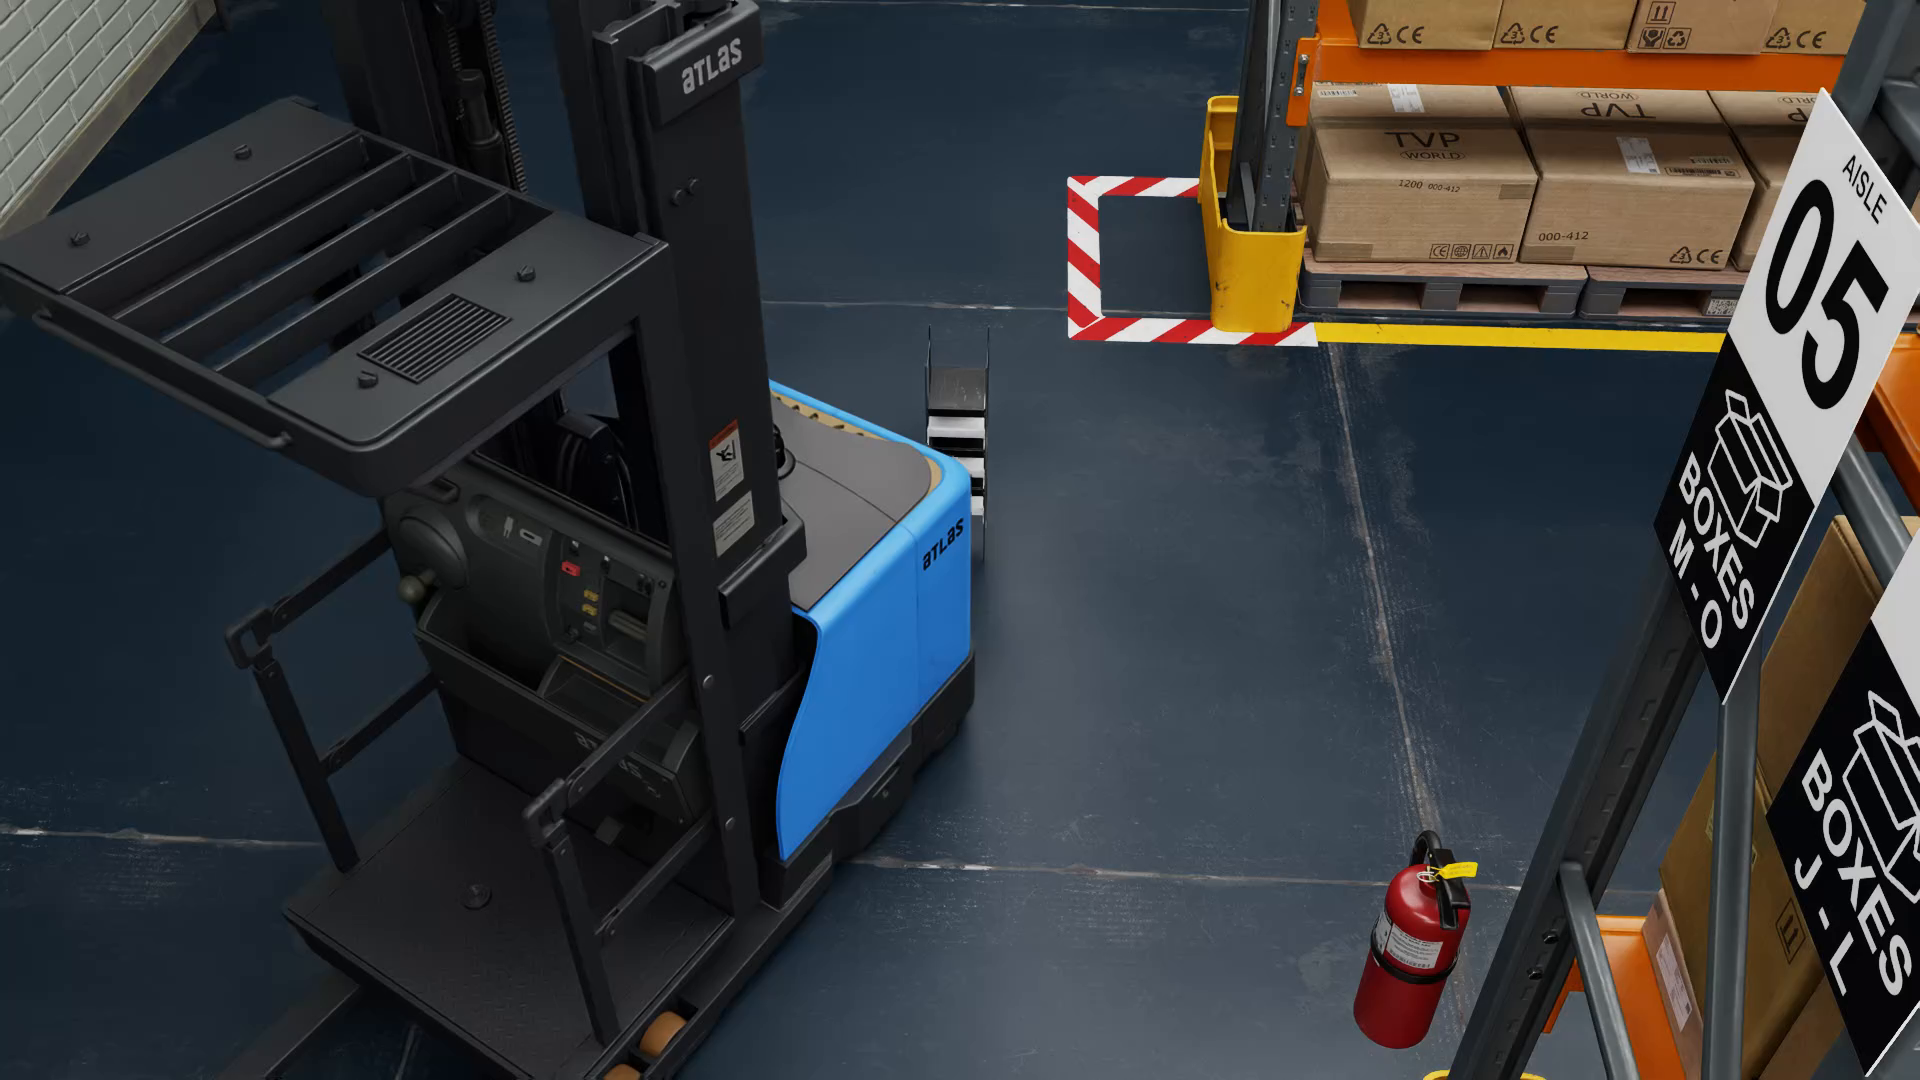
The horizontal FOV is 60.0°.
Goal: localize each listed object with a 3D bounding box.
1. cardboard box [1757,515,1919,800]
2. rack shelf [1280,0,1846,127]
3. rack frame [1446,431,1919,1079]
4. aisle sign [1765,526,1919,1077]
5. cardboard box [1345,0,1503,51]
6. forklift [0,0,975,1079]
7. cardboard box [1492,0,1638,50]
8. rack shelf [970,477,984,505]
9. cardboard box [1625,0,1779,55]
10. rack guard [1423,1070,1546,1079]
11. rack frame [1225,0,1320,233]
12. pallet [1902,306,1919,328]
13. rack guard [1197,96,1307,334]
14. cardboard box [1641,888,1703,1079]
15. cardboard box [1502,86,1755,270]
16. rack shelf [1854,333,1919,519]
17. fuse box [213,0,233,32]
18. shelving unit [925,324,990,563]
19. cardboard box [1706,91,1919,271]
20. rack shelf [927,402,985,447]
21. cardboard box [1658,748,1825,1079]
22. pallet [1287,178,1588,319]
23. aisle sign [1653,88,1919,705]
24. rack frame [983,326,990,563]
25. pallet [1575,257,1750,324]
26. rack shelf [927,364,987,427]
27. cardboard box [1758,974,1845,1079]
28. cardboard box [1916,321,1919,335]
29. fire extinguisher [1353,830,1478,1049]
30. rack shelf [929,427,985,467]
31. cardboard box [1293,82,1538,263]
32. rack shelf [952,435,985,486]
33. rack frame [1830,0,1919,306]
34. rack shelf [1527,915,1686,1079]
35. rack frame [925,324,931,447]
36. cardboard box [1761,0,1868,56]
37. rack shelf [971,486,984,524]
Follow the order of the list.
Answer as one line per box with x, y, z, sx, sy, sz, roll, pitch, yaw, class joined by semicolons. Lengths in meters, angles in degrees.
1.665;0.312;2.689;0.500;0.500;0.500;1;43;1;cardboard box
3.317;-2.070;6.799;4.000;0.370;1.077;2;43;2;rack shelf
1.197;0.979;2.999;0.127;3.000;1.000;2;43;2;rack frame
1.110;0.230;1.896;0.004;0.787;0.394;2;43;2;aisle sign
1.785;-2.221;6.360;0.500;0.500;0.500;1;43;2;cardboard box
-1.183;0.149;3.940;1.130;2.935;3.031;24;48;24;forklift
2.292;-2.225;6.364;0.500;0.500;0.500;1;43;1;cardboard box
-0.008;-0.239;6.028;0.200;0.077;0.258;2;43;2;rack shelf
2.799;-2.197;6.334;0.500;0.500;0.500;2;43;2;cardboard box
1.273;1.896;3.848;0.348;0.500;1.175;2;43;2;rack guard
1.319;-2.395;6.620;0.127;3.000;1.000;2;43;2;rack frame
4.558;-1.328;7.521;1.213;0.211;1.003;2;43;2;pallet
1.295;-1.481;7.473;0.348;0.500;1.175;2;43;2;rack guard
1.535;0.888;3.280;0.250;0.149;0.380;2;43;2;cardboard box
2.897;-1.636;7.378;0.875;0.438;0.875;3;43;3;cardboard box
3.195;0.206;2.155;4.000;0.370;1.077;2;43;2;rack shelf
-4.075;-3.507;8.759;0.414;1.711;0.539;2;43;2;fuse box
-0.008;-0.330;5.944;0.210;0.900;0.258;2;43;2;shelving unit
3.798;-1.608;7.347;0.875;0.438;0.875;1;43;1;cardboard box
-0.008;-0.437;5.844;0.200;0.077;0.258;2;43;2;rack shelf
1.657;0.672;3.036;0.500;0.500;0.500;3;43;3;cardboard box
2.121;-1.403;7.602;1.213;0.211;1.003;2;43;2;pallet
1.137;-0.179;2.334;0.004;0.787;0.394;2;43;2;aisle sign
0.093;-0.326;5.940;0.006;0.900;0.240;2;43;2;rack frame
3.336;-1.364;7.559;1.213;0.211;1.003;2;43;2;pallet
-0.008;-0.503;5.782;0.200;0.077;0.258;2;43;2;rack shelf
1.633;1.035;2.646;0.500;0.500;0.500;4;43;4;cardboard box
1.663;-0.230;2.206;0.500;0.250;0.500;1;43;1;cardboard box
0.966;0.822;3.498;0.183;0.674;0.296;2;43;2;fire extinguisher
-0.008;-0.371;5.905;0.200;0.077;0.258;2;43;2;rack shelf
1.982;-1.659;7.402;0.875;0.438;0.875;0;43;0;cardboard box
-0.008;-0.305;5.966;0.200;0.077;0.258;2;43;2;rack shelf
1.197;-1.216;0.954;0.127;3.000;1.000;2;43;2;rack frame
3.195;1.304;3.178;4.000;0.370;1.077;2;43;2;rack shelf
-0.110;-0.333;5.947;0.006;0.900;0.240;2;43;2;rack frame
3.300;-2.193;6.330;0.500;0.500;0.500;3;43;3;cardboard box
-0.008;-0.173;6.089;0.200;0.077;0.258;2;43;2;rack shelf
